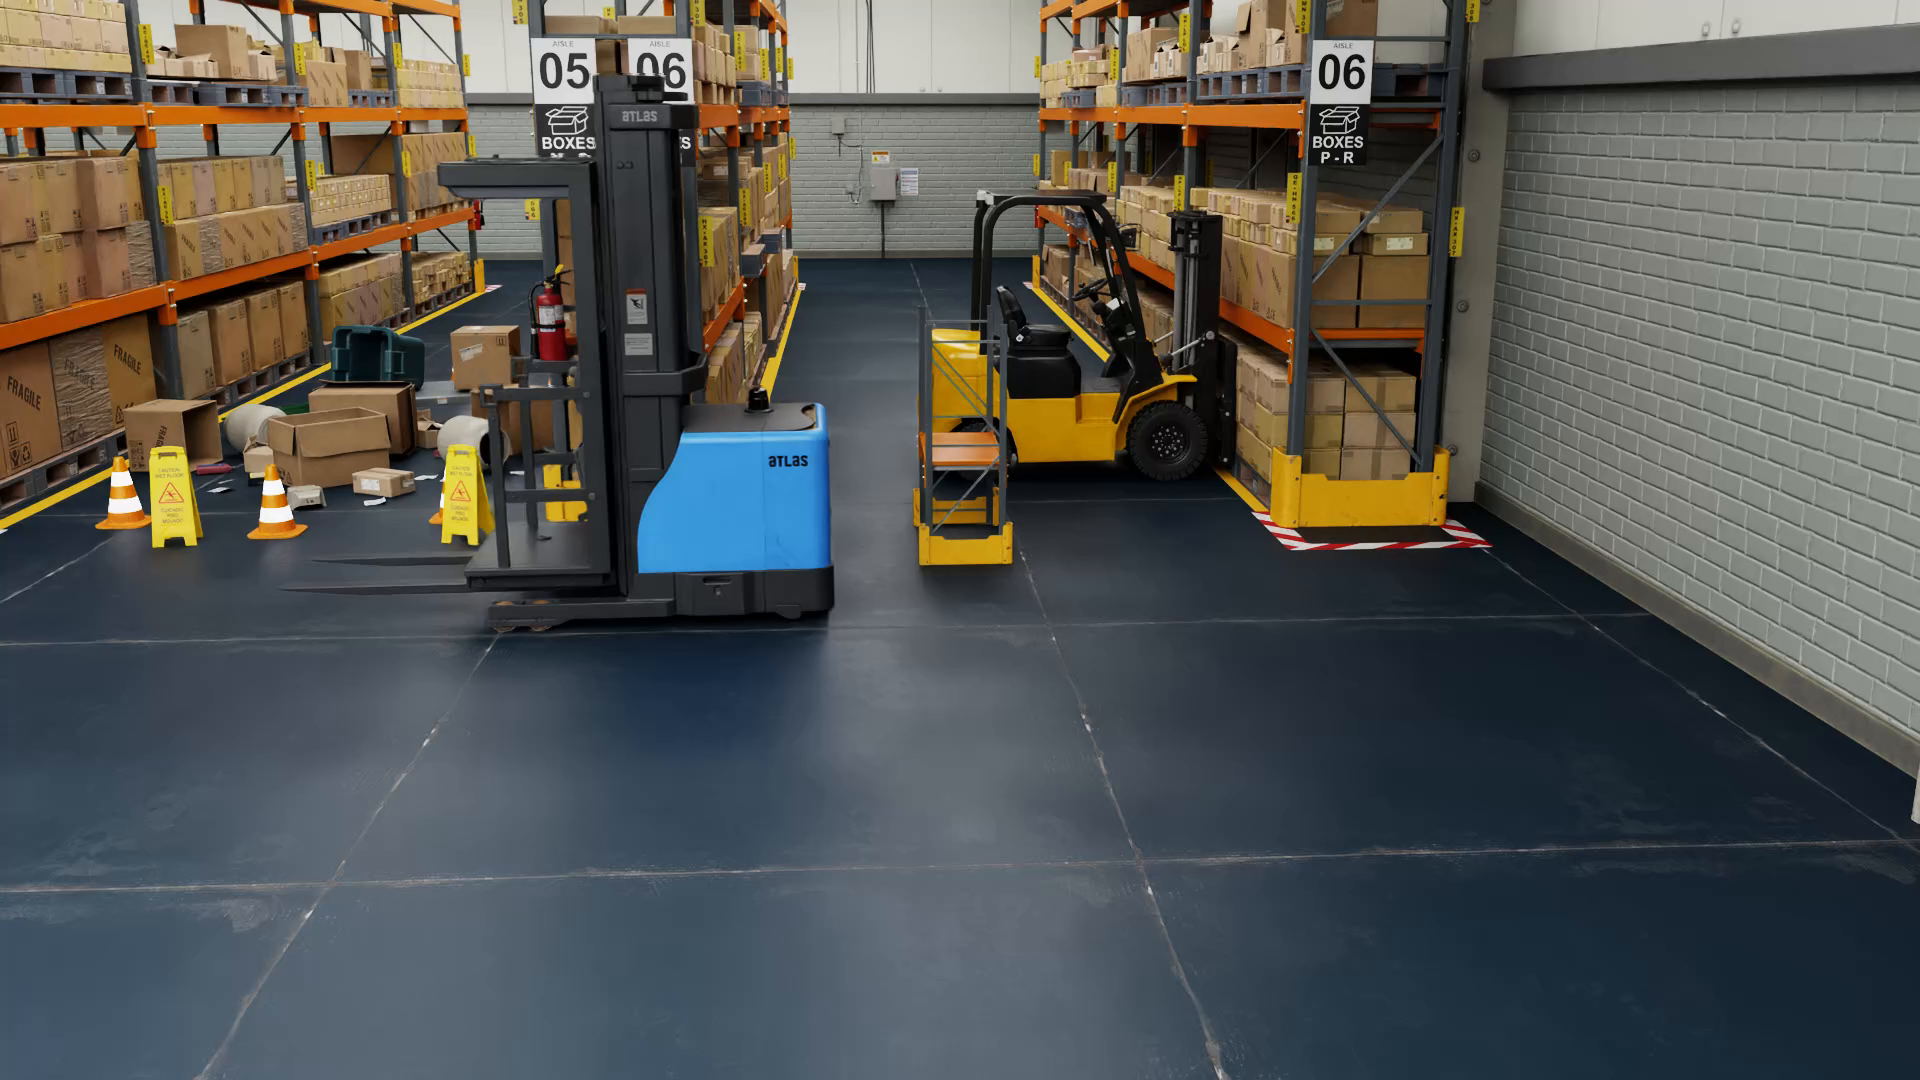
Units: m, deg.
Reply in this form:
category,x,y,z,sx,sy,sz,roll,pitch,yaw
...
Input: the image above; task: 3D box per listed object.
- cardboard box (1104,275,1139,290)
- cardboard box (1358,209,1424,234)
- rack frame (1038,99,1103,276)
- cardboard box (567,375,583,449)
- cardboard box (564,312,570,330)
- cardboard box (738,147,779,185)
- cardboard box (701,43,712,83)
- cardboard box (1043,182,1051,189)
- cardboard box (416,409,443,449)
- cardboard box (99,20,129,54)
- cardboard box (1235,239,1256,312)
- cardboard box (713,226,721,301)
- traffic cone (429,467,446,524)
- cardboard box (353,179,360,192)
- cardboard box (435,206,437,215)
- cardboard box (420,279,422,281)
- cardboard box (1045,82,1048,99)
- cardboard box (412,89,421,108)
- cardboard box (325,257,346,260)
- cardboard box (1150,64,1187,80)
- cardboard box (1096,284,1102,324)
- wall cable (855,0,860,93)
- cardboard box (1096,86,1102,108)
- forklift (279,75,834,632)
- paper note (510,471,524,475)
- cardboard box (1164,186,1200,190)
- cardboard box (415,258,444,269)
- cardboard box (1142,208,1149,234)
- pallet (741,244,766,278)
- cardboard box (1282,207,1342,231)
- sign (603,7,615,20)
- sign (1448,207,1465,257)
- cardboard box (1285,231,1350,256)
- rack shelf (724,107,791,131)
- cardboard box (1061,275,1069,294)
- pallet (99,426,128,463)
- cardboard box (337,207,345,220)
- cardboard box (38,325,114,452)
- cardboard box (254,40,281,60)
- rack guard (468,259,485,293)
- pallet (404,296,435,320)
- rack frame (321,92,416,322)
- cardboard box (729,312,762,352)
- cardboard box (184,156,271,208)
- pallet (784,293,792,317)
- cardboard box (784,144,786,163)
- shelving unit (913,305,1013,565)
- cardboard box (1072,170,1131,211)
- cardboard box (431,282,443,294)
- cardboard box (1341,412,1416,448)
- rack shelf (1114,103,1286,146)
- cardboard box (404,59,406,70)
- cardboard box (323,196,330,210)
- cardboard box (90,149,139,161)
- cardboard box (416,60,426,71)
category,x,y,z,sx,sy,sz,roll,pitch,yaw
cardboard box,1.929,-3.076,19.834,0.380,0.149,0.250,-2,15,-6
cardboard box,2.948,-2.187,11.406,0.380,0.149,0.250,-1,14,-5
rack frame,1.765,-5.572,26.665,1.000,3.000,0.127,-1,14,-3
cardboard box,-2.508,-0.946,11.853,0.500,0.500,0.500,-1,14,-3
cardboard box,-2.561,-1.545,11.516,0.380,0.149,0.250,-1,14,-4
cardboard box,-2.663,-4.926,21.943,0.500,0.500,0.500,0,14,-2
cardboard box,-1.985,-3.294,11.495,0.500,0.250,0.500,-1,14,-4
cardboard box,1.555,-5.402,25.704,0.500,0.250,0.500,-1,14,-3
cardboard box,-4.537,-0.951,14.189,0.258,0.266,0.396,-13,20,-42
cardboard box,-7.093,-4.066,13.452,0.500,0.250,0.500,-1,14,-4
cardboard box,2.408,-2.017,12.644,0.500,0.500,0.500,-1,14,-4
cardboard box,-1.986,-1.959,11.823,0.500,0.500,0.500,0,14,-2
traffic cone,-3.512,-0.374,11.552,0.336,0.463,0.334,-1,14,-3
cardboard box,-7.576,-4.347,20.371,0.380,0.149,0.250,-2,15,-6
cardboard box,-7.760,-4.745,23.953,0.380,0.149,0.250,0,14,-1
cardboard box,-7.735,-3.582,23.210,0.380,0.149,0.250,-1,14,-4
cardboard box,1.571,-6.856,25.337,0.500,0.250,0.500,-1,14,-2
cardboard box,-7.681,-6.022,22.694,0.500,0.250,0.500,-1,14,-4
cardboard box,-8.058,-3.434,21.023,0.500,0.250,0.500,0,14,-2
cardboard box,2.089,-4.632,16.448,0.380,0.149,0.250,-1,14,-4
cardboard box,1.964,-2.932,20.577,0.500,0.500,0.500,0,14,-1
wall cable,-3.072,-9.822,31.140,2.355,3.000,0.029,-1,14,-3
cardboard box,1.923,-5.336,20.028,0.500,0.250,0.500,-1,14,-3
forklift,-2.253,-1.054,9.242,3.031,2.935,1.130,-1,14,-5
paper note,-3.449,-0.536,13.046,0.142,0.019,0.148,-6,16,-23
cardboard box,2.483,-3.868,18.536,0.380,0.149,0.250,0,14,-2
cardboard box,-7.806,-4.052,24.440,0.380,0.149,0.250,-1,14,-5
cardboard box,2.145,-3.257,16.961,0.500,0.250,0.500,-1,14,-3
pallet,-2.348,-2.610,15.535,1.003,0.211,1.213,-1,14,-3
cardboard box,2.477,-2.247,11.639,0.380,0.149,0.250,-1,14,-3
sign,-2.999,-4.395,14.240,0.100,0.325,0.005,-1,14,-3
sign,3.310,-2.058,11.109,0.100,0.325,0.005,-1,14,-3
cardboard box,2.455,-2.038,11.424,0.380,0.149,0.250,-1,14,-3
rack shelf,-3.065,-6.102,24.146,1.077,0.370,4.000,-1,14,-3
cardboard box,1.663,-3.680,23.953,0.396,0.266,0.258,0,14,-1
pallet,-7.411,-0.868,13.977,1.003,0.211,1.213,-1,14,-3
cardboard box,-7.525,-3.867,19.697,0.380,0.149,0.250,0,14,-2
cardboard box,-7.351,-1.202,13.099,0.875,0.875,0.875,-1,14,-3
cardboard box,-8.012,-5.692,19.372,0.396,0.266,0.258,-1,14,-3
rack guard,-8.119,-4.164,26.207,1.175,0.500,0.348,-1,14,-3
pallet,-7.953,-3.215,23.097,1.003,0.211,1.213,-1,14,-3
rack frame,-7.876,-4.399,22.102,1.000,3.000,0.127,-1,14,-3
cardboard box,-2.668,-2.295,18.359,0.950,0.372,0.625,-2,15,-7
cardboard box,-7.577,-3.699,17.175,0.700,0.500,0.500,-1,14,-4
pallet,-2.910,-3.340,23.584,1.003,0.211,1.213,-1,14,-3
cardboard box,-2.803,-5.534,24.307,0.500,0.500,0.500,-1,14,-4
shelving unit,0.005,-0.707,10.766,0.587,1.500,1.083,-1,14,-3
cardboard box,1.851,-4.577,21.752,0.700,0.500,0.500,-1,14,-3
cardboard box,-7.698,-3.639,24.028,0.380,0.149,0.250,-1,14,-5
cardboard box,2.934,-0.827,11.894,0.500,0.250,0.500,-1,14,-2
rack shelf,2.384,-4.190,16.715,1.077,0.370,4.000,-1,14,-3
cardboard box,-7.708,-6.420,22.435,0.380,0.149,0.250,-1,14,-4
cardboard box,-7.496,-3.887,19.177,0.380,0.149,0.250,-1,14,-5
cardboard box,-12.788,-5.659,25.202,0.500,0.500,0.500,-1,14,-3
cardboard box,-7.685,-6.618,23.204,0.380,0.149,0.250,0,14,-1
